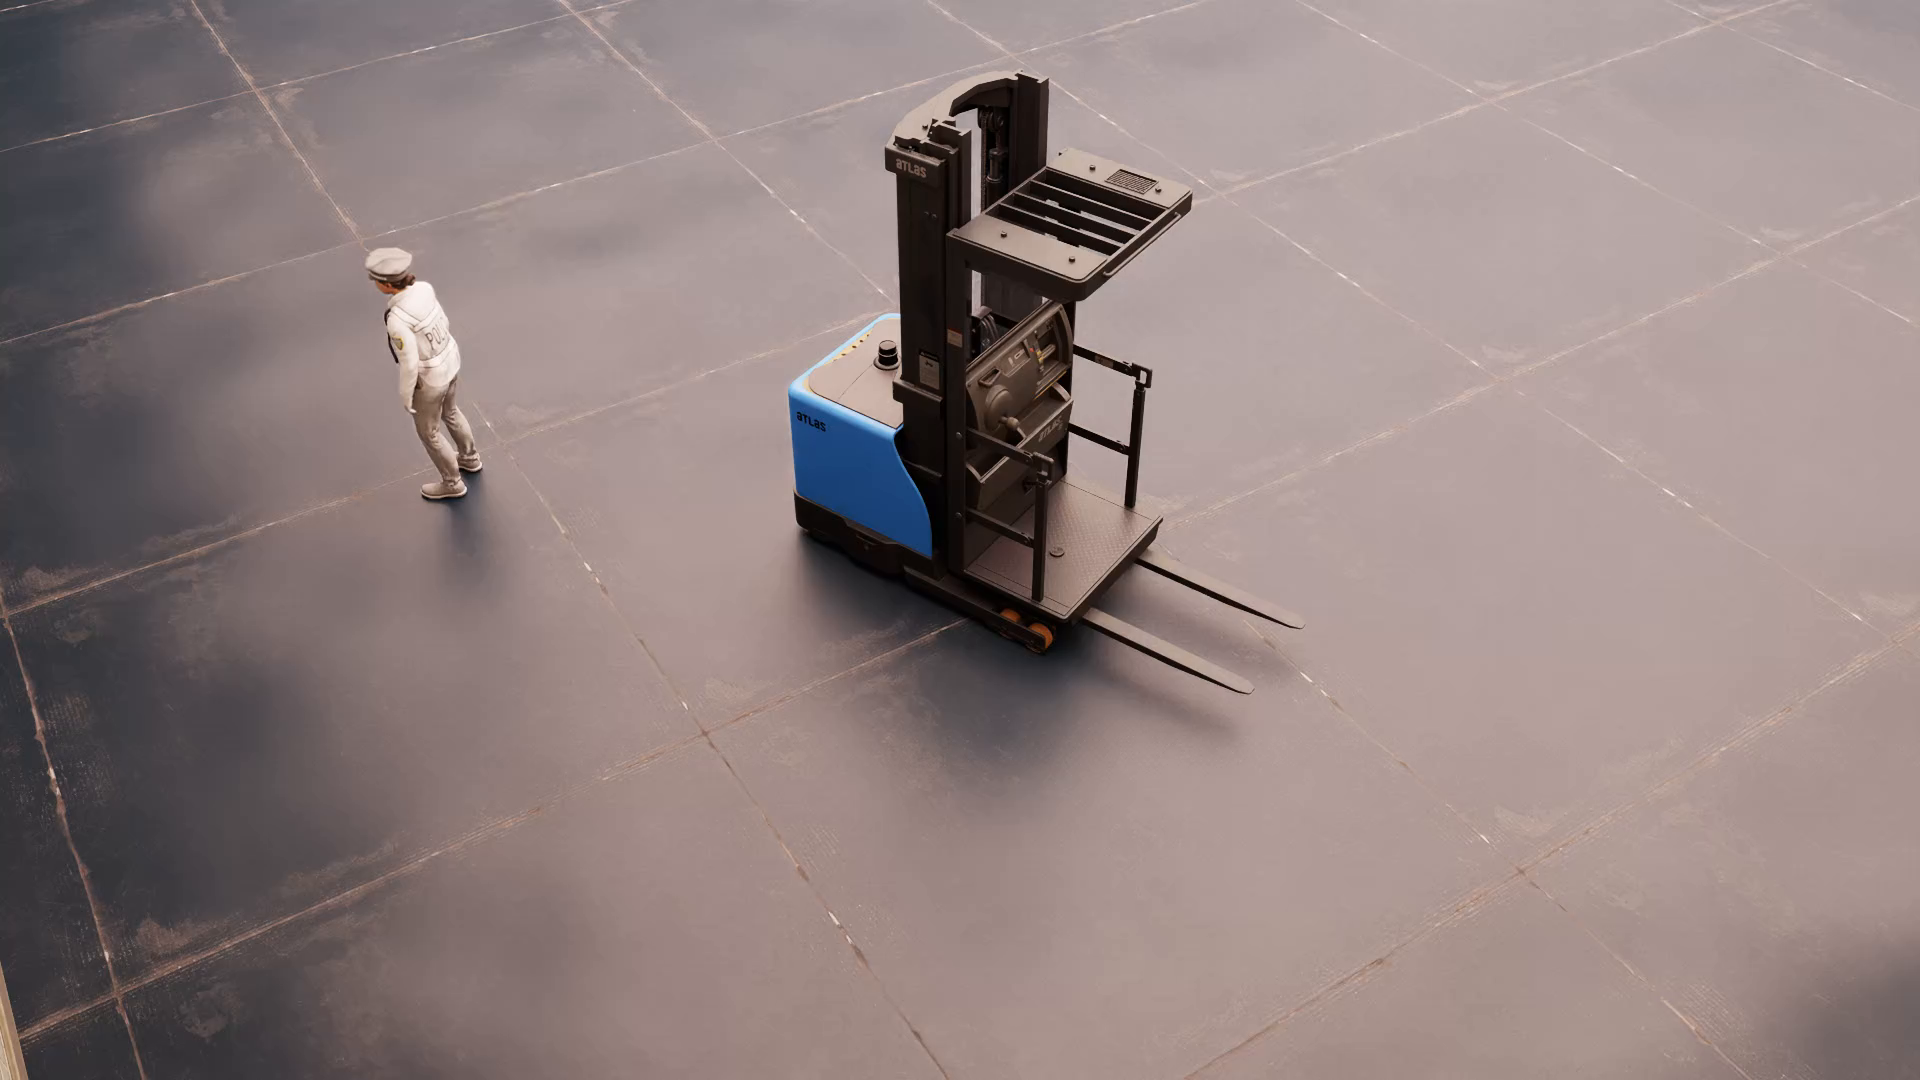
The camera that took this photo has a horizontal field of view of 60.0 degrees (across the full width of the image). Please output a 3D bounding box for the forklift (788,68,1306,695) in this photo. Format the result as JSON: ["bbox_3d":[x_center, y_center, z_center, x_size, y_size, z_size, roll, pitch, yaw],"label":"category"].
[{"bbox_3d":[0.496,-0.872,8.869,3.031,2.935,1.130,25,47,26],"label":"forklift"}]

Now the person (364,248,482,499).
[{"bbox_3d":[-3.191,-0.987,9.965,0.373,1.664,0.528,8,42,9],"label":"person"}]
